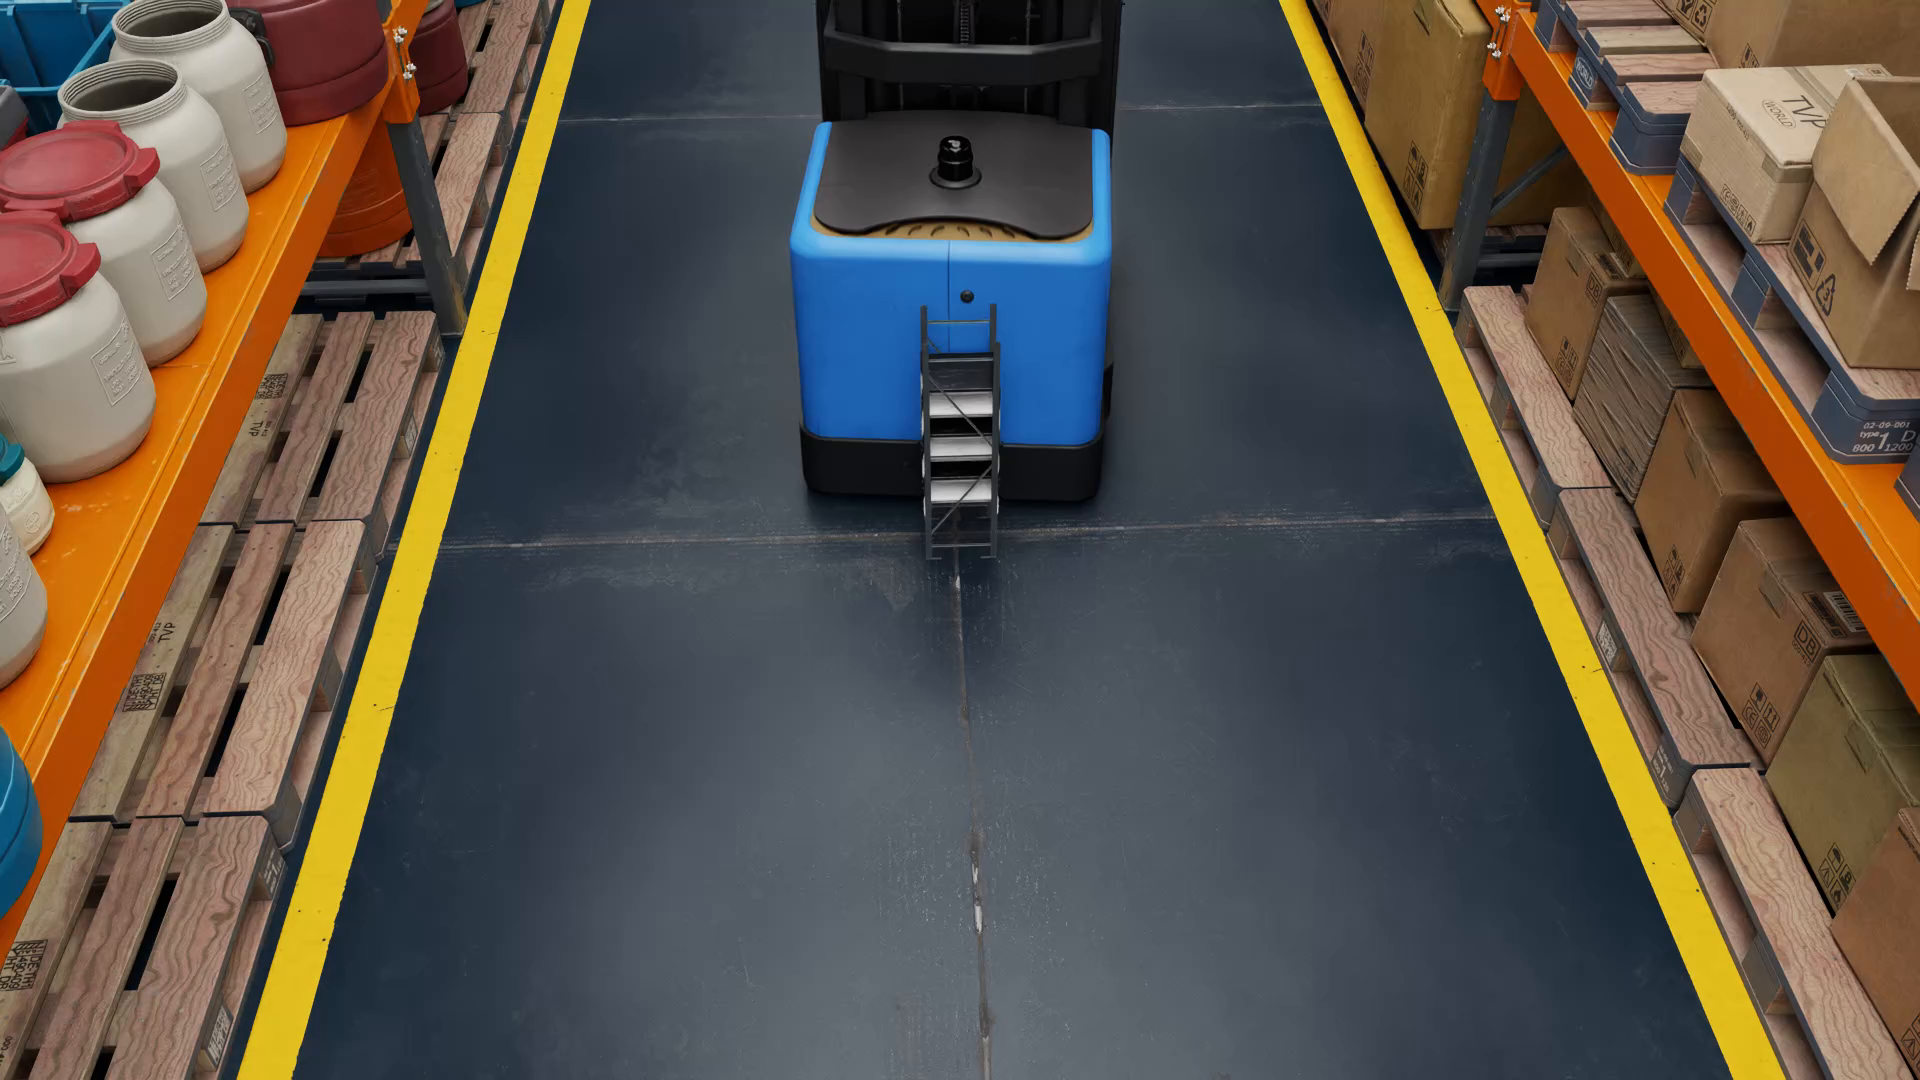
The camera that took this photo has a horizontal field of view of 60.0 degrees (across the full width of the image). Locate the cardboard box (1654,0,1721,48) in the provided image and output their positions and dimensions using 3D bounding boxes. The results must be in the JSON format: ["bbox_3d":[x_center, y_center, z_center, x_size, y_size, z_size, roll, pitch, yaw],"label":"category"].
[{"bbox_3d":[2.527,-1.910,5.229,0.500,0.500,0.500,-6,43,-7],"label":"cardboard box"}]

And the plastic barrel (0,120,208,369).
[{"bbox_3d":[-2.185,-0.729,4.225,0.433,0.535,0.433,0,43,0],"label":"plastic barrel"}]

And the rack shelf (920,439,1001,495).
[{"bbox_3d":[0.000,-0.246,5.535,0.258,0.077,0.200,-2,43,-2],"label":"rack shelf"}]

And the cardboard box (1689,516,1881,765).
[{"bbox_3d":[2.604,0.263,4.768,0.700,0.500,0.500,-5,43,-5],"label":"cardboard box"}]

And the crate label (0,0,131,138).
[{"bbox_3d":[-2.712,-1.274,4.894,0.502,0.435,0.616,-2,43,-2],"label":"crate label"}]

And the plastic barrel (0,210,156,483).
[{"bbox_3d":[-2.167,-0.437,3.906,0.433,0.535,0.433,0,43,0],"label":"plastic barrel"}]

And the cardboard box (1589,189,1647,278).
[{"bbox_3d":[2.523,-1.147,5.751,0.500,0.250,0.500,0,43,0],"label":"cardboard box"}]

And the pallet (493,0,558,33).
[{"bbox_3d":[-2.663,-3.090,8.965,1.003,0.211,1.213,-2,43,-2],"label":"pallet"}]

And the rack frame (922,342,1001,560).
[{"bbox_3d":[0.004,-0.269,5.377,0.240,0.900,0.006,-2,43,-2],"label":"rack frame"}]

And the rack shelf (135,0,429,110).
[{"bbox_3d":[-2.569,-3.025,7.362,1.077,0.370,4.000,-2,43,-2],"label":"rack shelf"}]

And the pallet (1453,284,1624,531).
[{"bbox_3d":[2.496,-0.526,6.168,1.003,0.211,1.213,-2,43,-2],"label":"pallet"}]

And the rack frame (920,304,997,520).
[{"bbox_3d":[-0.005,-0.406,5.527,0.240,0.900,0.006,-2,43,-2],"label":"rack frame"}]

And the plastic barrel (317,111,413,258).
[{"bbox_3d":[-2.522,-1.624,6.597,0.600,0.830,0.708,-2,43,-2],"label":"plastic barrel"}]

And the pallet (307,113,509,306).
[{"bbox_3d":[-2.559,-1.443,7.168,1.003,0.211,1.213,-2,43,-2],"label":"pallet"}]

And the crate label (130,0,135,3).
[{"bbox_3d":[-2.841,-1.583,5.381,0.303,0.233,0.416,-2,43,-2],"label":"crate label"}]

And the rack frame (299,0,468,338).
[{"bbox_3d":[-2.484,-1.940,5.646,1.000,3.000,0.127,-2,43,-2],"label":"rack frame"}]

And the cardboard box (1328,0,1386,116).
[{"bbox_3d":[2.426,-2.522,7.543,1.225,0.875,0.875,-2,43,-2],"label":"cardboard box"}]

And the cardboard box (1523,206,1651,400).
[{"bbox_3d":[2.513,-0.871,6.004,0.700,0.500,0.500,-4,43,-4],"label":"cardboard box"}]

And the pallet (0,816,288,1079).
[{"bbox_3d":[-2.386,1.260,4.220,1.003,0.211,1.213,-2,43,-2],"label":"pallet"}]

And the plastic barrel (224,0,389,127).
[{"bbox_3d":[-2.162,-1.685,5.268,0.600,0.536,0.708,-2,43,-2],"label":"plastic barrel"}]

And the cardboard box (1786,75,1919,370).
[{"bbox_3d":[2.468,-0.742,3.952,0.797,0.503,0.637,2,43,3],"label":"cardboard box"}]

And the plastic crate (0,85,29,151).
[{"bbox_3d":[-2.721,-0.864,4.425,0.402,0.464,0.583,-2,43,-2],"label":"plastic crate"}]

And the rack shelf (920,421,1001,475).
[{"bbox_3d":[0.000,-0.313,5.474,0.258,0.077,0.200,-2,43,-2],"label":"rack shelf"}]

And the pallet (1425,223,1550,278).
[{"bbox_3d":[2.506,-1.588,7.326,1.003,0.211,1.213,-2,43,-2],"label":"pallet"}]

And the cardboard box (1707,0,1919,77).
[{"bbox_3d":[2.651,-1.536,4.821,0.700,0.500,0.500,4,43,5],"label":"cardboard box"}]

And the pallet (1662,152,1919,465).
[{"bbox_3d":[2.590,-0.676,4.409,1.003,0.211,1.213,-2,43,-2],"label":"pallet"}]

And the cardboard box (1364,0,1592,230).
[{"bbox_3d":[2.456,-1.920,6.886,1.225,0.875,0.875,-3,43,-4],"label":"cardboard box"}]

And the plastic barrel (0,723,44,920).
[{"bbox_3d":[-2.028,0.306,2.825,0.600,0.901,0.708,-2,43,-2],"label":"plastic barrel"}]

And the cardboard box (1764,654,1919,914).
[{"bbox_3d":[2.628,0.640,4.356,0.700,0.500,0.500,-2,43,-2],"label":"cardboard box"}]

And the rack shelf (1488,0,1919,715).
[{"bbox_3d":[2.549,-0.466,4.571,1.077,0.370,4.000,-2,43,-2],"label":"rack shelf"}]

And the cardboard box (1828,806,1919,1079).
[{"bbox_3d":[2.630,0.963,4.004,0.700,0.500,0.500,-5,43,-5],"label":"cardboard box"}]

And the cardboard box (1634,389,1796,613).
[{"bbox_3d":[2.580,-0.114,5.179,0.700,0.500,0.500,2,43,2],"label":"cardboard box"}]

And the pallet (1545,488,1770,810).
[{"bbox_3d":[2.545,0.295,5.272,1.003,0.211,1.213,-2,43,-2],"label":"pallet"}]

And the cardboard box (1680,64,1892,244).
[{"bbox_3d":[2.306,-1.043,4.468,0.500,0.250,0.500,-3,43,-3],"label":"cardboard box"}]

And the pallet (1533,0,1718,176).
[{"bbox_3d":[2.601,-1.533,5.345,1.213,0.211,1.003,-2,43,-2],"label":"pallet"}]

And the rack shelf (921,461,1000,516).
[{"bbox_3d":[0.000,-0.180,5.596,0.258,0.077,0.200,-2,43,-2],"label":"rack shelf"}]

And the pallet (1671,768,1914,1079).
[{"bbox_3d":[2.600,1.121,4.371,1.003,0.211,1.213,-2,43,-2],"label":"pallet"}]

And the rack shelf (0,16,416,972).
[{"bbox_3d":[-2.399,-0.324,4.416,1.077,0.370,4.000,-2,43,-2],"label":"rack shelf"}]

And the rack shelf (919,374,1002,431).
[{"bbox_3d":[0.000,-0.445,5.353,0.258,0.077,0.200,-2,43,-2],"label":"rack shelf"}]

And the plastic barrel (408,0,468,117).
[{"bbox_3d":[-2.570,-2.298,7.511,0.600,0.588,0.708,-2,43,-2],"label":"plastic barrel"}]

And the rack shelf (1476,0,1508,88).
[{"bbox_3d":[2.380,-3.167,7.517,1.077,0.370,4.000,-2,43,-2],"label":"rack shelf"}]

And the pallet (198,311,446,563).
[{"bbox_3d":[-2.490,-0.388,6.017,1.003,0.211,1.213,-2,43,-2],"label":"pallet"}]

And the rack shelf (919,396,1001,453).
[{"bbox_3d":[0.000,-0.379,5.414,0.258,0.077,0.200,-2,43,-2],"label":"rack shelf"}]

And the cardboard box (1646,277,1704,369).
[{"bbox_3d":[2.556,-0.790,5.361,0.500,0.250,0.500,3,43,3],"label":"cardboard box"}]

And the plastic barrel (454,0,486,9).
[{"bbox_3d":[-2.618,-3.176,8.237,0.600,0.901,0.708,-2,43,-2],"label":"plastic barrel"}]

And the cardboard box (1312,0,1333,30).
[{"bbox_3d":[2.381,-3.119,8.194,1.225,0.875,0.875,-3,43,-3],"label":"cardboard box"}]

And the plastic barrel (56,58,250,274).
[{"bbox_3d":[-2.209,-1.008,4.547,0.421,0.512,0.421,0,43,0],"label":"plastic barrel"}]

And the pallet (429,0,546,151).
[{"bbox_3d":[-2.608,-2.264,8.064,1.003,0.211,1.213,-2,43,-2],"label":"pallet"}]

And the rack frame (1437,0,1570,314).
[{"bbox_3d":[2.465,-2.082,5.801,1.000,3.000,0.127,-2,43,-2],"label":"rack frame"}]

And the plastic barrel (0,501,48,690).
[{"bbox_3d":[-2.136,0.058,3.366,0.433,0.535,0.433,0,43,0],"label":"plastic barrel"}]

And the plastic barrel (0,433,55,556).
[{"bbox_3d":[-2.217,-0.086,3.726,0.301,0.262,0.301,0,43,0],"label":"plastic barrel"}]

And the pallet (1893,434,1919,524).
[{"bbox_3d":[2.747,0.169,3.487,1.003,0.211,1.213,-2,43,-2],"label":"pallet"}]

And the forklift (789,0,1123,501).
[{"bbox_3d":[0.045,-2.199,5.980,1.130,2.935,3.031,2,43,2],"label":"forklift"}]

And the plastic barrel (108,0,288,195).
[{"bbox_3d":[-2.227,-1.293,4.857,0.421,0.512,0.421,0,43,0],"label":"plastic barrel"}]

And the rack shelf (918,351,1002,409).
[{"bbox_3d":[0.000,-0.512,5.292,0.258,0.077,0.200,-2,43,-2],"label":"rack shelf"}]

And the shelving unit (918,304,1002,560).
[{"bbox_3d":[0.000,-0.337,5.452,0.258,0.900,0.210,-2,43,-2],"label":"shelving unit"}]

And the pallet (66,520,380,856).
[{"bbox_3d":[-2.441,0.434,5.120,1.003,0.211,1.213,-2,43,-2],"label":"pallet"}]

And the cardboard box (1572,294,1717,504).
[{"bbox_3d":[2.549,-0.497,5.596,0.700,0.500,0.500,-5,43,-5],"label":"cardboard box"}]
